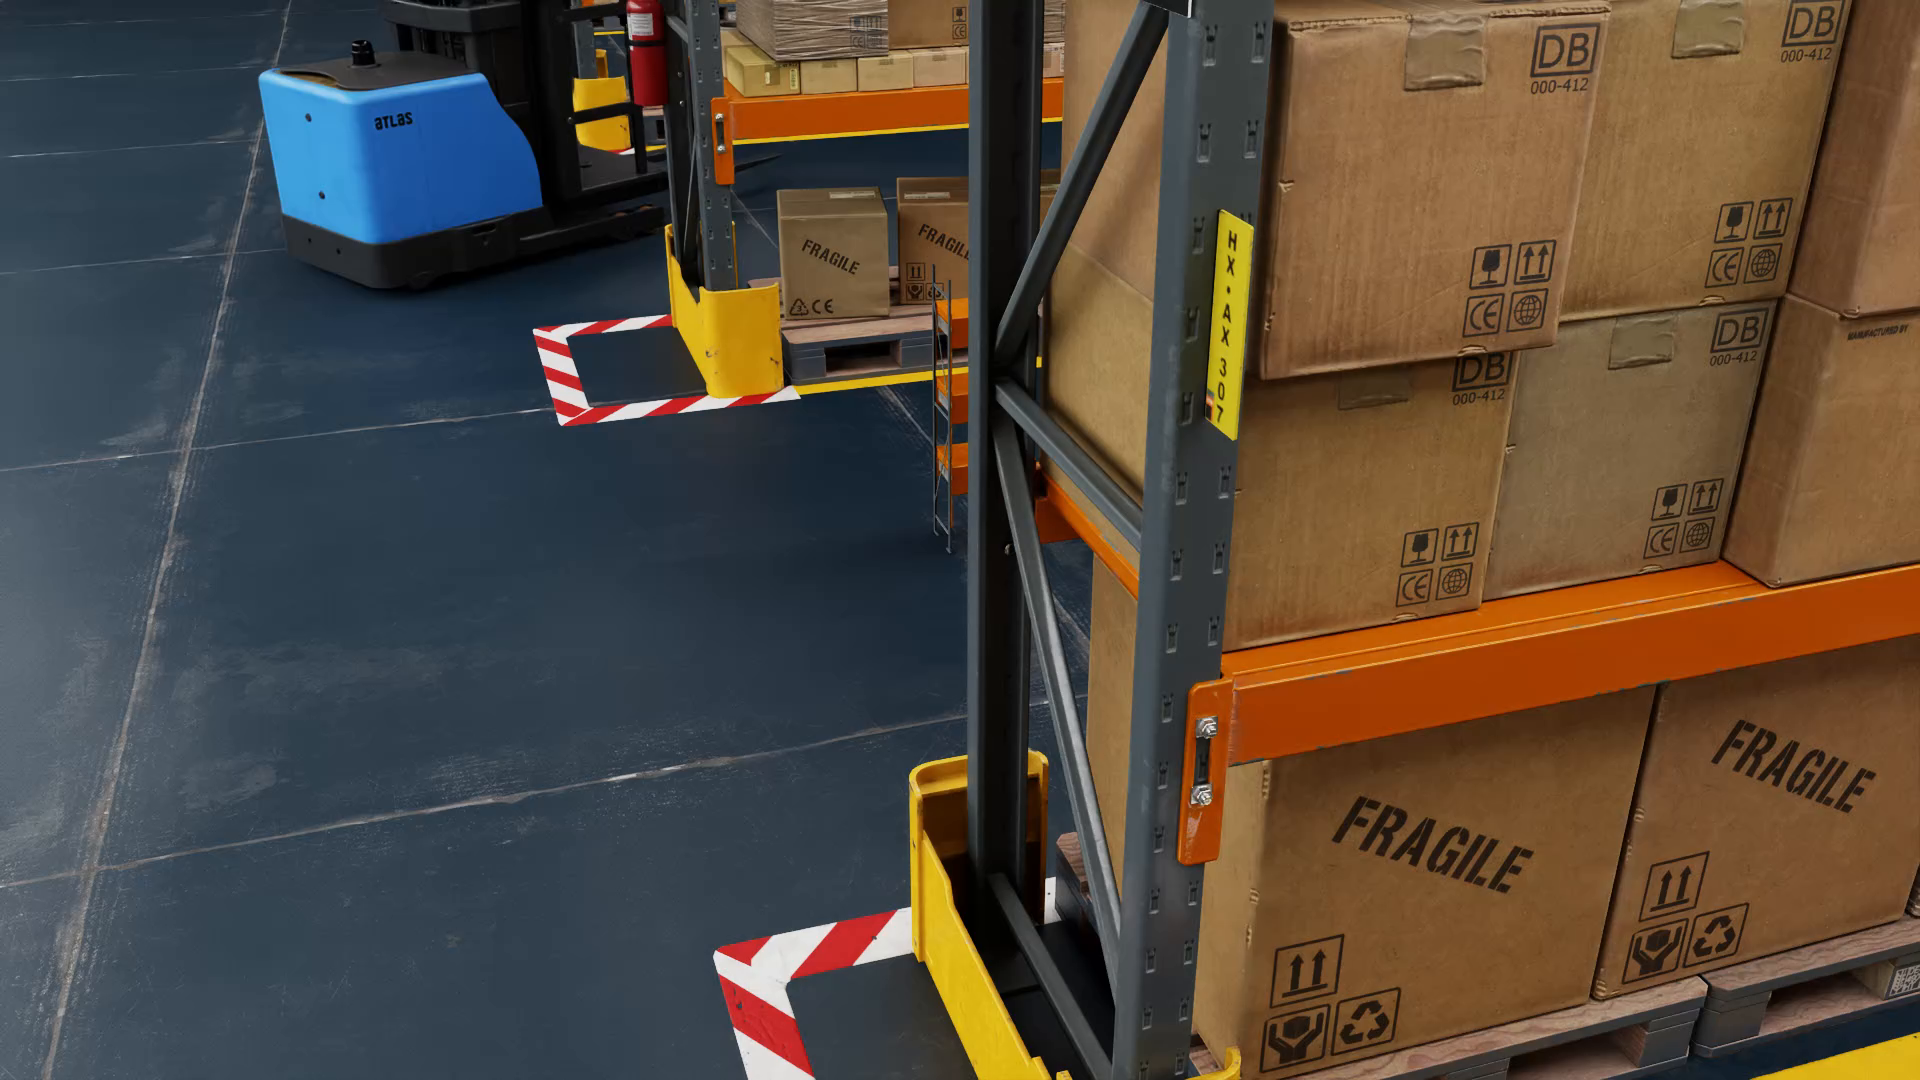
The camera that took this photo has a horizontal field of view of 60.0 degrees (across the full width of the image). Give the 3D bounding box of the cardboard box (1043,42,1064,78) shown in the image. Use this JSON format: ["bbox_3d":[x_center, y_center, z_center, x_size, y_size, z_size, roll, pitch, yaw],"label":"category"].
[{"bbox_3d":[0.320,-2.238,7.667,0.250,0.149,0.380,-8,28,-16],"label":"cardboard box"}]

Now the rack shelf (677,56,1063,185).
[{"bbox_3d":[0.690,-2.190,8.098,4.000,0.370,1.077,-8,28,-16],"label":"rack shelf"}]

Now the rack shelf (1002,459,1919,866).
[{"bbox_3d":[2.130,-0.079,3.845,4.000,0.370,1.077,-8,28,-16],"label":"rack shelf"}]

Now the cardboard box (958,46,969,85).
[{"bbox_3d":[0.091,-2.192,7.575,0.250,0.149,0.380,-8,28,-16],"label":"cardboard box"}]

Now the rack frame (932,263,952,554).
[{"bbox_3d":[-0.065,-0.461,5.998,0.008,1.050,0.200,-8,28,-16],"label":"rack frame"}]

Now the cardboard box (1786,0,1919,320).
[{"bbox_3d":[1.662,-0.846,3.198,0.550,0.550,0.875,-8,28,-16],"label":"cardboard box"}]

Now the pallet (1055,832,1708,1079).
[{"bbox_3d":[0.965,0.980,4.039,1.213,0.211,1.003,-8,28,-16],"label":"pallet"}]

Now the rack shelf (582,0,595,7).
[{"bbox_3d":[-0.844,-4.284,12.316,4.000,0.370,1.077,-8,28,-16],"label":"rack shelf"}]

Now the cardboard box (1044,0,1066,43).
[{"bbox_3d":[0.247,-2.649,7.766,0.500,0.500,0.875,-8,28,-16],"label":"cardboard box"}]

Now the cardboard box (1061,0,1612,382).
[{"bbox_3d":[0.593,-0.712,2.927,0.550,0.550,0.875,-8,28,-16],"label":"cardboard box"}]

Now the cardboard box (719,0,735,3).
[{"bbox_3d":[-2.270,-5.568,16.713,0.500,0.250,0.500,-8,28,-16],"label":"cardboard box"}]

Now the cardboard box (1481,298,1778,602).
[{"bbox_3d":[1.083,-0.348,3.410,0.550,0.550,0.875,-8,28,-16],"label":"cardboard box"}]

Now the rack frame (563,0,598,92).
[{"bbox_3d":[-2.745,-4.331,11.601,0.127,3.000,1.000,-8,28,-16],"label":"rack frame"}]

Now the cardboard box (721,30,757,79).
[{"bbox_3d":[-1.004,-2.251,7.694,0.250,0.149,0.380,-8,28,-16],"label":"cardboard box"}]

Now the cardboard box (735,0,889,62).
[{"bbox_3d":[-0.680,-2.479,7.424,0.500,0.500,0.875,-8,28,-16],"label":"cardboard box"}]

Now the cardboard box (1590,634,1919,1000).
[{"bbox_3d":[1.689,0.394,4.000,0.875,0.875,0.875,-9,28,-17],"label":"cardboard box"}]

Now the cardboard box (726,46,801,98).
[{"bbox_3d":[-0.867,-2.063,7.315,0.250,0.149,0.380,-8,28,-16],"label":"cardboard box"}]

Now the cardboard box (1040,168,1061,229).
[{"bbox_3d":[0.546,-1.560,8.357,0.500,0.500,0.500,-6,27,-11],"label":"cardboard box"}]

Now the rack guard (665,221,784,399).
[{"bbox_3d":[-1.139,-1.128,7.960,0.348,0.500,1.175,-8,28,-16],"label":"rack guard"}]

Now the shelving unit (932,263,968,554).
[{"bbox_3d":[0.051,-0.478,6.031,0.252,1.050,0.215,-8,28,-16],"label":"shelving unit"}]

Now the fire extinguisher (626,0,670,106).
[{"bbox_3d":[-1.463,-2.382,7.761,0.183,0.674,0.296,-8,28,-16],"label":"fire extinguisher"}]

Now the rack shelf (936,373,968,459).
[{"bbox_3d":[0.051,-0.468,6.036,0.240,0.259,0.215,-8,28,-16],"label":"rack shelf"}]

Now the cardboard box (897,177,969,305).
[{"bbox_3d":[-0.055,-1.481,8.199,0.500,0.500,0.500,-1,26,-3],"label":"cardboard box"}]

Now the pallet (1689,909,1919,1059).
[{"bbox_3d":[2.123,0.813,4.374,1.213,0.211,1.003,-8,28,-16],"label":"pallet"}]

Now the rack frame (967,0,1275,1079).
[{"bbox_3d":[0.228,-0.126,3.131,0.127,3.000,1.000,-8,28,-16],"label":"rack frame"}]

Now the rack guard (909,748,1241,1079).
[{"bbox_3d":[0.206,0.997,3.680,0.348,0.500,1.175,-8,28,-16],"label":"rack guard"}]

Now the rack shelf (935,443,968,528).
[{"bbox_3d":[0.051,-0.219,6.160,0.240,0.259,0.215,-8,28,-16],"label":"rack shelf"}]

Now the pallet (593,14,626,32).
[{"bbox_3d":[-3.561,-5.300,16.689,1.213,0.211,1.003,-8,28,-16],"label":"pallet"}]

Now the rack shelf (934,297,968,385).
[{"bbox_3d":[0.051,-0.722,5.910,0.240,0.259,0.215,-8,28,-16],"label":"rack shelf"}]

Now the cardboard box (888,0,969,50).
[{"bbox_3d":[-0.242,-2.599,7.665,0.500,0.500,0.875,-8,28,-16],"label":"cardboard box"}]

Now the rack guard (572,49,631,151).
[{"bbox_3d":[-2.688,-3.242,12.218,0.348,0.500,1.175,-8,28,-16],"label":"rack guard"}]

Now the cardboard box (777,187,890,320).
[{"bbox_3d":[-0.612,-1.385,8.004,0.500,0.500,0.500,-3,27,-7],"label":"cardboard box"}]

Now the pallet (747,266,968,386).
[{"bbox_3d":[-0.356,-1.096,8.219,1.213,0.211,1.003,-8,28,-16],"label":"pallet"}]

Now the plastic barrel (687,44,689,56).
[{"bbox_3d":[-2.143,-3.528,12.309,0.421,0.512,0.421,0,26,0],"label":"plastic barrel"}]

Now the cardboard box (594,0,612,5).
[{"bbox_3d":[-3.697,-5.362,16.298,0.500,0.250,0.500,-8,28,-16],"label":"cardboard box"}]

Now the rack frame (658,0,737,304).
[{"bbox_3d":[-1.211,-2.237,7.383,0.127,3.000,1.000,-8,28,-16],"label":"rack frame"}]

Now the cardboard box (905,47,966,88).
[{"bbox_3d":[-0.149,-2.161,7.511,0.250,0.149,0.380,-8,28,-16],"label":"cardboard box"}]

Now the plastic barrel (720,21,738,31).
[{"bbox_3d":[-1.666,-3.597,12.448,0.421,0.512,0.421,0,26,0],"label":"plastic barrel"}]

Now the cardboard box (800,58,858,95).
[{"bbox_3d":[-0.623,-2.089,7.368,0.250,0.149,0.380,-8,28,-16],"label":"cardboard box"}]

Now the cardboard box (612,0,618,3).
[{"bbox_3d":[-3.223,-5.433,16.440,0.500,0.250,0.500,-8,28,-16],"label":"cardboard box"}]

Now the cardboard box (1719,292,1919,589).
[{"bbox_3d":[1.655,-0.372,3.458,0.550,0.550,0.875,-8,28,-16],"label":"cardboard box"}]

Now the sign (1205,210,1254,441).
[{"bbox_3d":[0.395,-0.314,2.446,0.005,0.325,0.100,-8,28,-16],"label":"sign"}]

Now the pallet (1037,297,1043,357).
[{"bbox_3d":[0.802,-1.262,8.554,1.213,0.211,1.003,-8,28,-16],"label":"pallet"}]

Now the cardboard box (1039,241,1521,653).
[{"bbox_3d":[0.567,-0.264,3.239,0.550,0.550,0.875,-8,28,-16],"label":"cardboard box"}]

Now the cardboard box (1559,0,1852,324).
[{"bbox_3d":[1.088,-0.826,3.158,0.550,0.550,0.875,-8,28,-16],"label":"cardboard box"}]

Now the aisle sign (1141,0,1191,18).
[{"bbox_3d":[0.254,-1.154,2.277,0.004,0.787,0.394,-8,28,-16],"label":"aisle sign"}]

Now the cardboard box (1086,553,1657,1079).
[{"bbox_3d":[0.853,0.516,3.754,0.875,0.875,0.875,-8,28,-16],"label":"cardboard box"}]

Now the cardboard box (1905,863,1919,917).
[{"bbox_3d":[2.556,0.269,4.251,0.875,0.875,0.875,-8,28,-16],"label":"cardboard box"}]

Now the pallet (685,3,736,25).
[{"bbox_3d":[-2.403,-5.467,17.024,1.213,0.211,1.003,-8,28,-16],"label":"pallet"}]

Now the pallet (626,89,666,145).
[{"bbox_3d":[-1.913,-3.222,12.503,1.213,0.211,1.003,-8,28,-16],"label":"pallet"}]

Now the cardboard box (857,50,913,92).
[{"bbox_3d":[-0.381,-2.117,7.424,0.250,0.149,0.380,-8,28,-16],"label":"cardboard box"}]

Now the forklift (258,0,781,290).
[{"bbox_3d":[-2.415,-3.207,9.415,1.130,2.935,3.031,22,34,37],"label":"forklift"}]
